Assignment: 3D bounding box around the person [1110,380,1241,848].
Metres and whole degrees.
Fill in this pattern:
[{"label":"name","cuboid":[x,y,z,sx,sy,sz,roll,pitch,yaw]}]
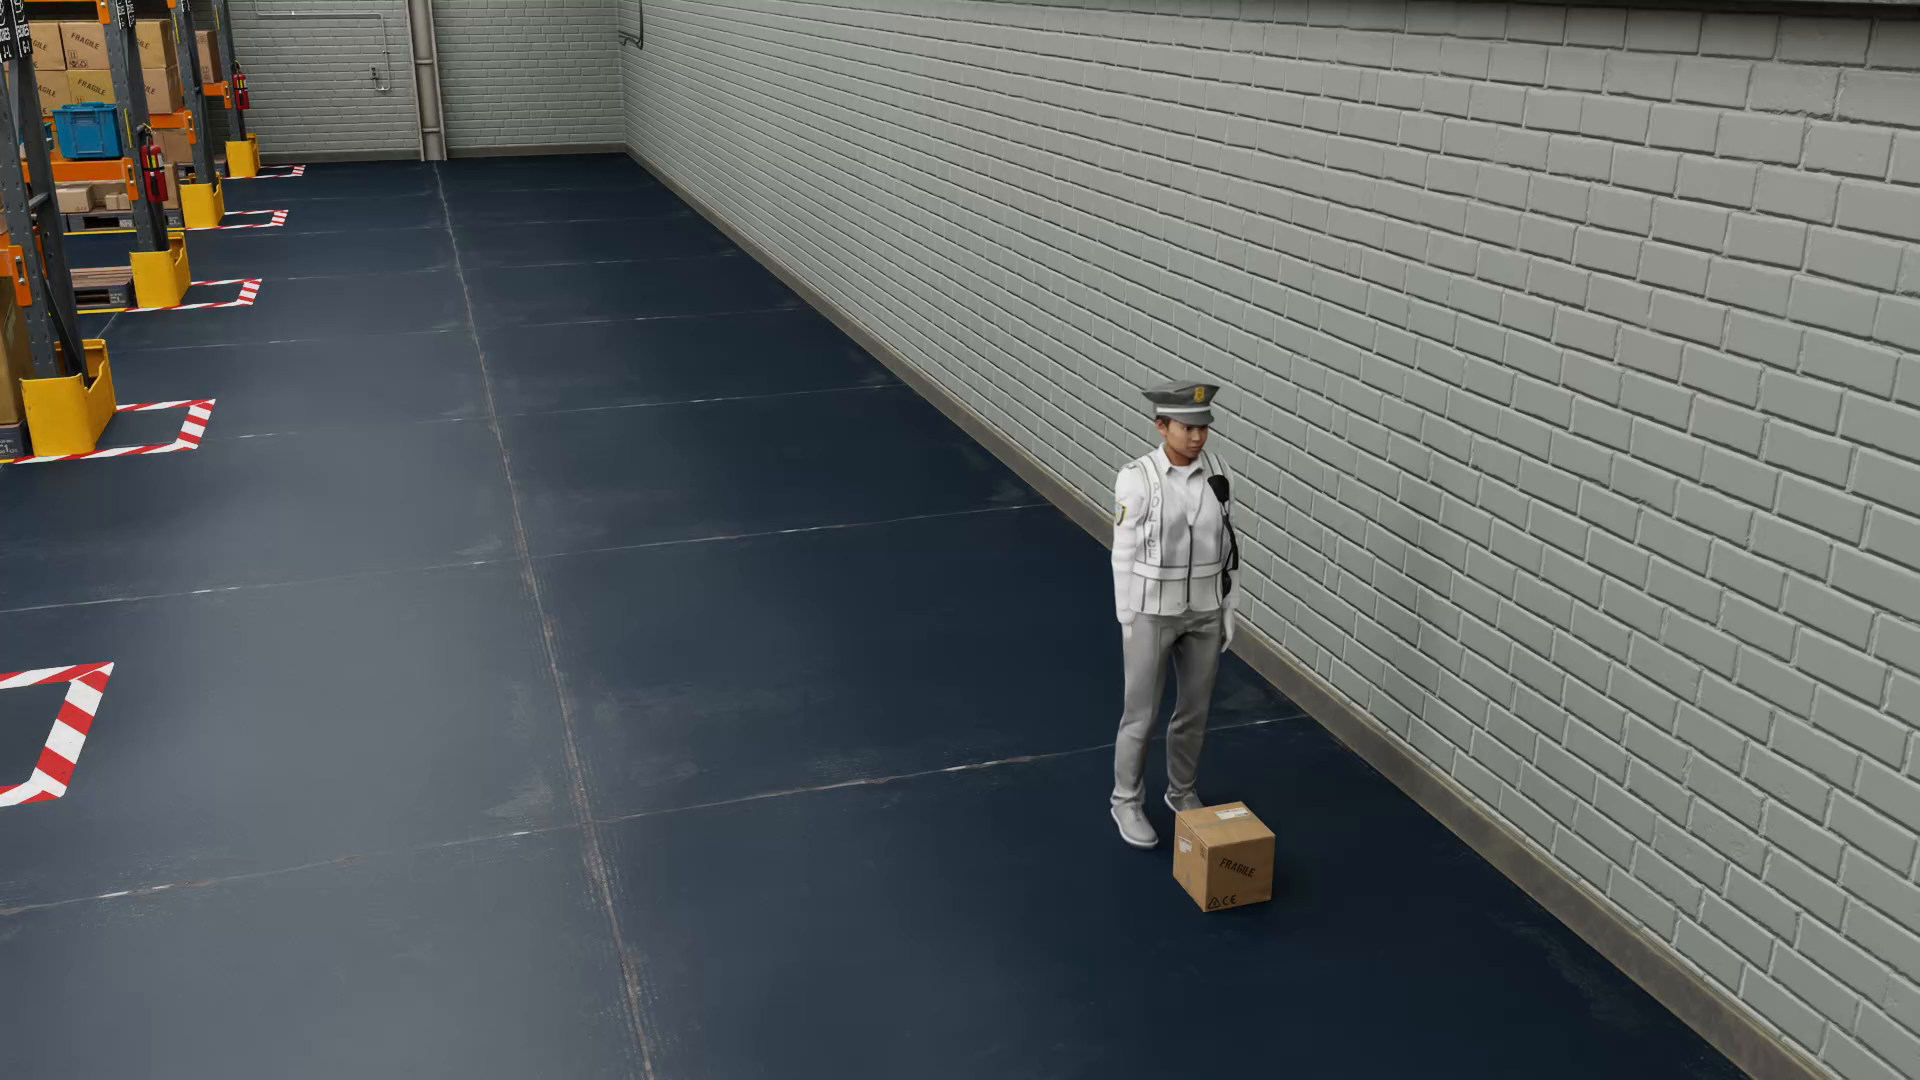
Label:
[{"label":"person","cuboid":[0.760,0.268,5.825,0.467,1.703,0.338,-6,20,-16]}]
